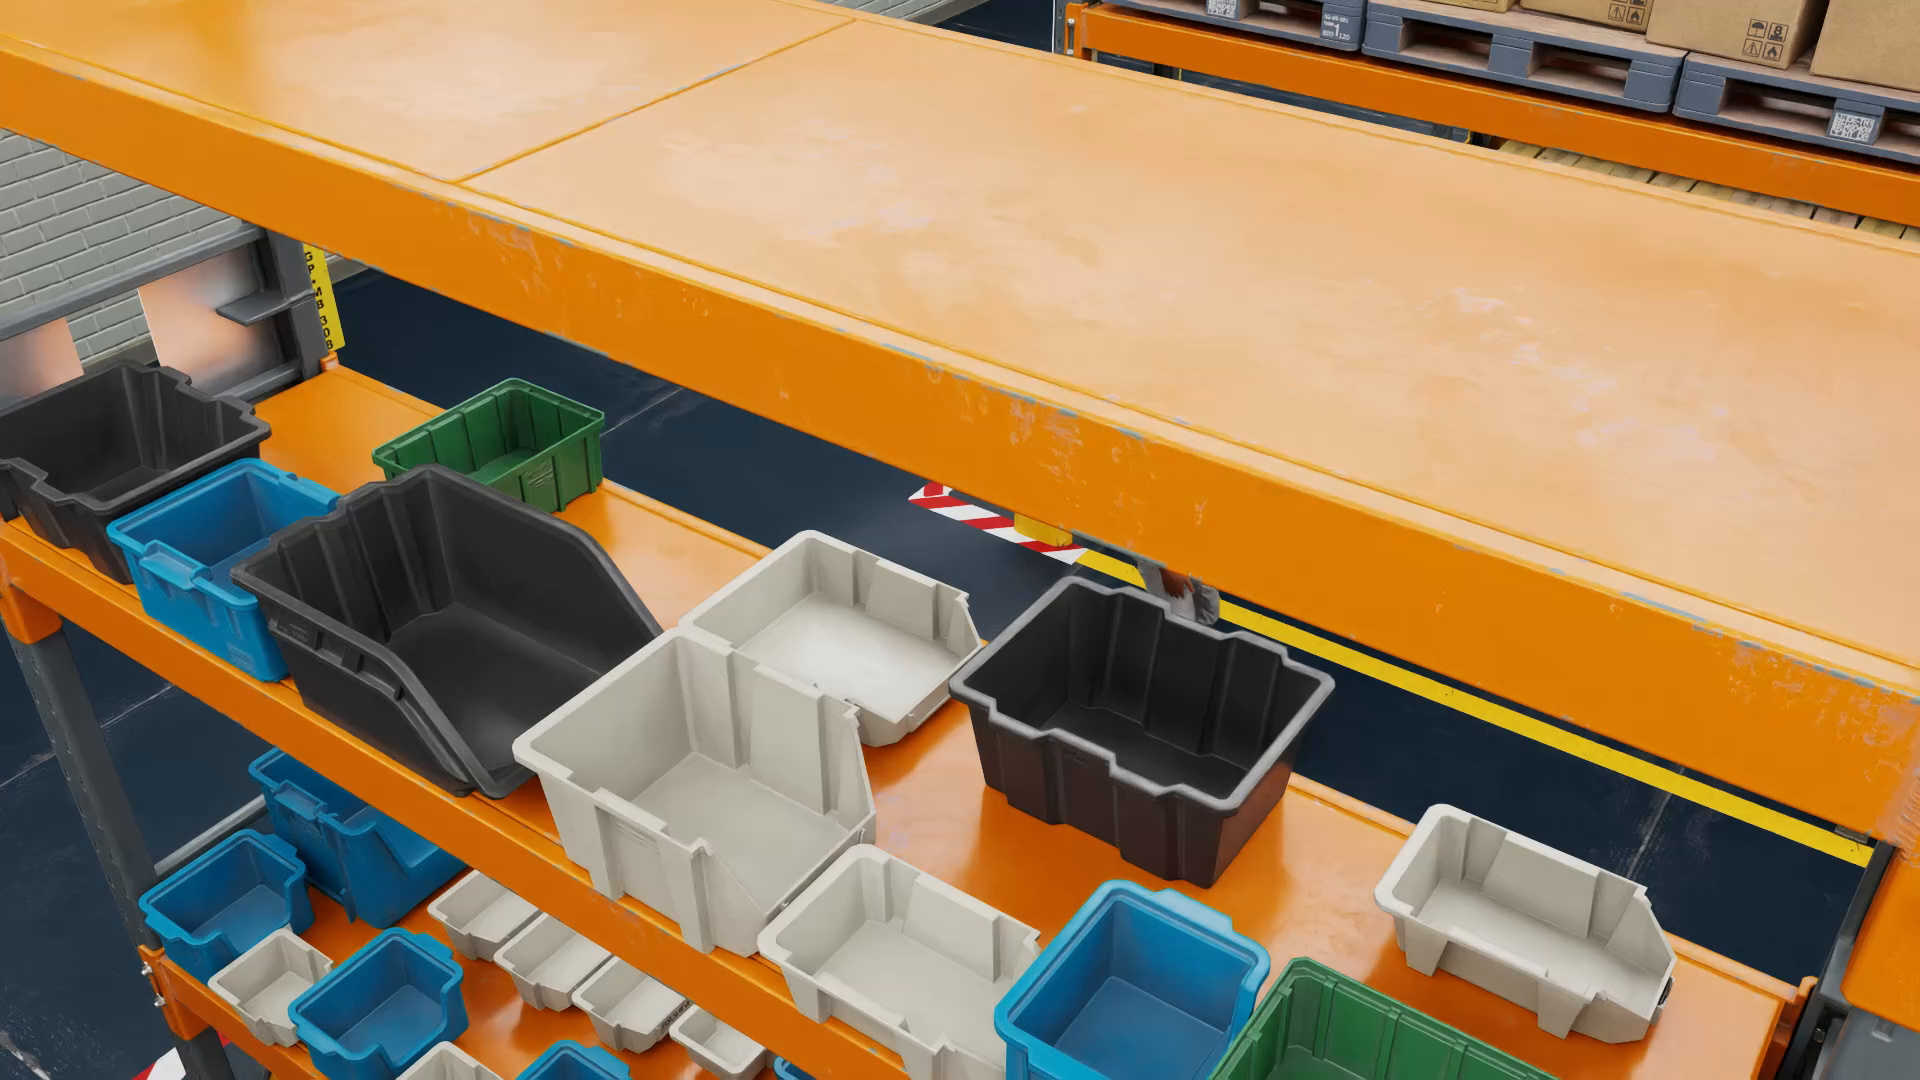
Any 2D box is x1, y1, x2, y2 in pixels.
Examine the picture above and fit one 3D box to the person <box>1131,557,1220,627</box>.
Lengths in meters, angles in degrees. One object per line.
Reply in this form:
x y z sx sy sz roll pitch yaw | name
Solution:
0.994 0.040 7.275 0.437 1.725 0.588 22 40 29 | person
